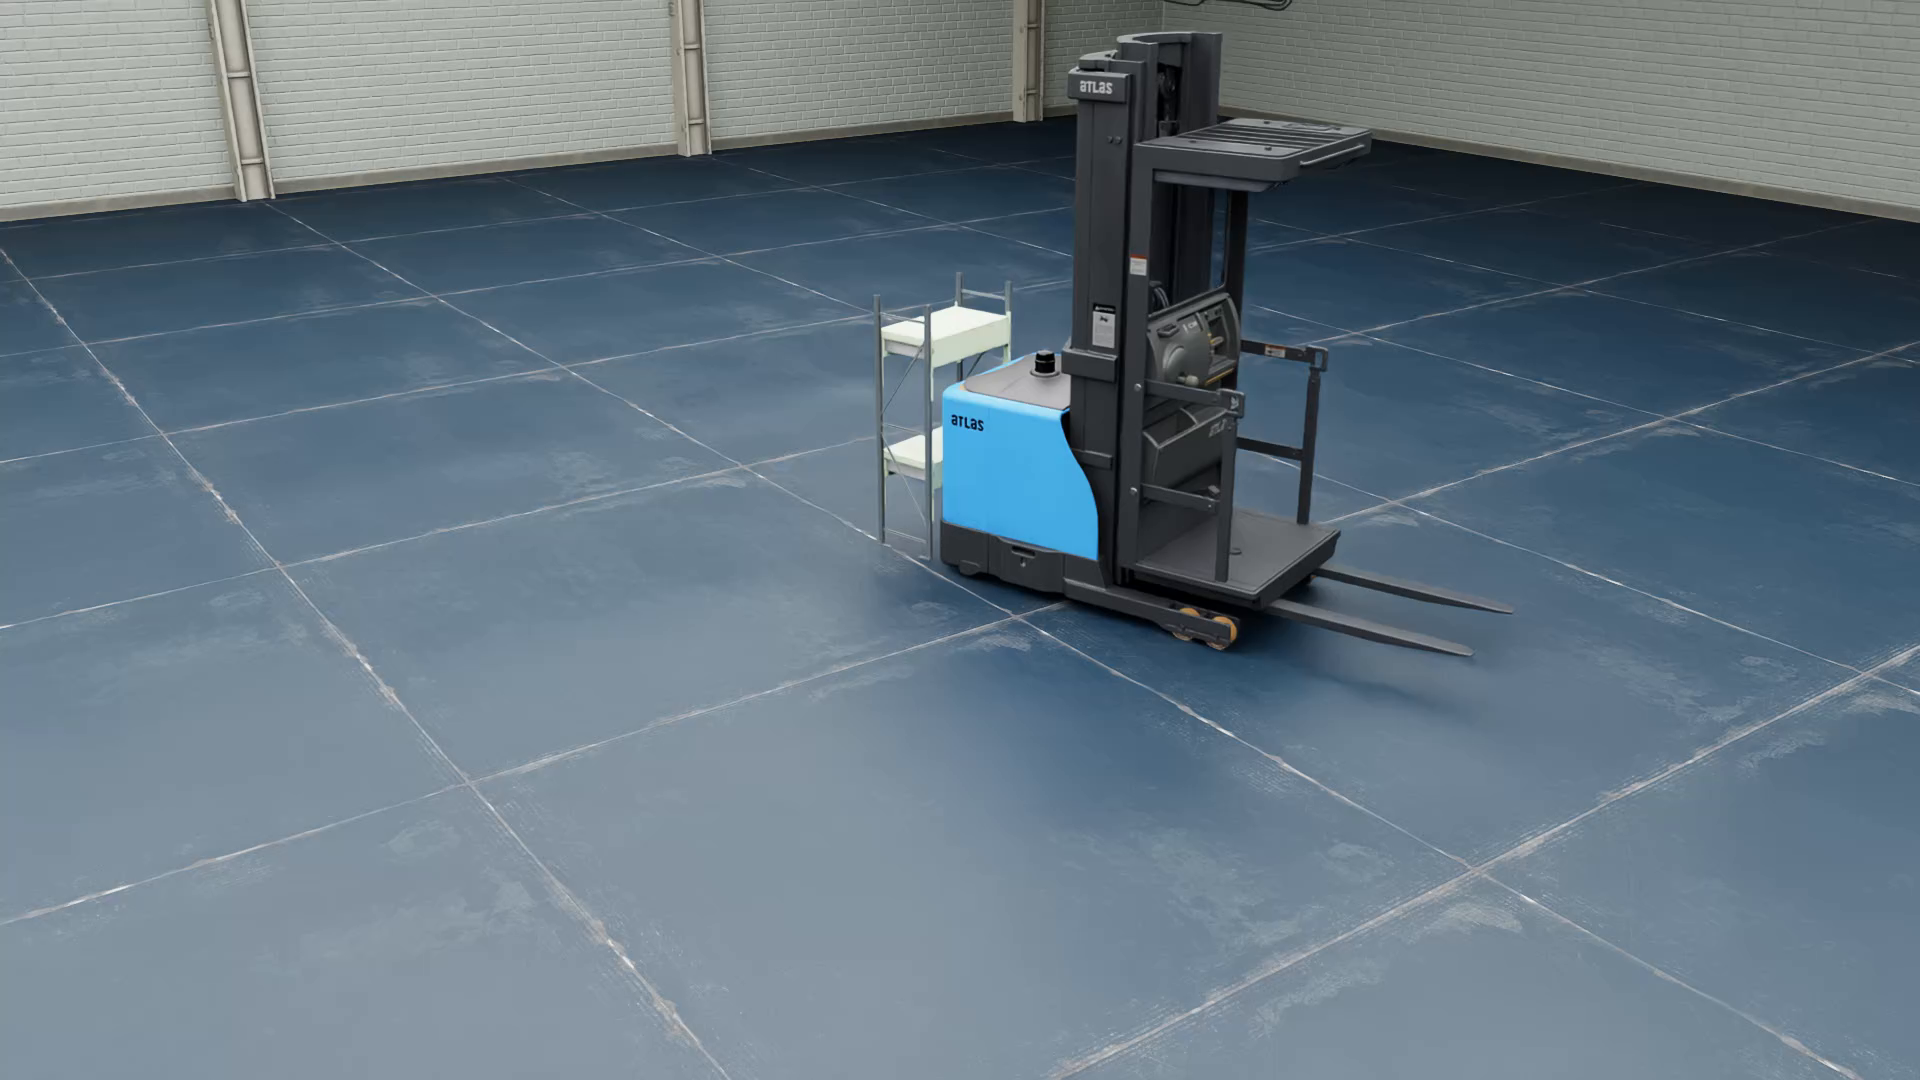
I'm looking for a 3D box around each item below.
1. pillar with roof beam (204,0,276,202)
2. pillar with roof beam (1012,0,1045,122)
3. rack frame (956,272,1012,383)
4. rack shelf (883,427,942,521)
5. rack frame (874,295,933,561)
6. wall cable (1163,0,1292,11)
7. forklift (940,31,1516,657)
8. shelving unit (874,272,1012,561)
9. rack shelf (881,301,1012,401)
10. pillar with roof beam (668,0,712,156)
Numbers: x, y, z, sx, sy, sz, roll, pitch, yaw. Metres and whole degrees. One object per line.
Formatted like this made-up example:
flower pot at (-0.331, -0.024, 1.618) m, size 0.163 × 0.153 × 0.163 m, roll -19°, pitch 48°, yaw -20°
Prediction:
pillar with roof beam at (-6.134, -7.083, 15.505) m, size 0.400 × 9.000 × 9.100 m, roll -15°, pitch 26°, yaw -33°
pillar with roof beam at (3.607, -9.681, 22.014) m, size 0.400 × 9.000 × 9.100 m, roll -15°, pitch 26°, yaw -33°
rack frame at (0.139, -0.837, 9.969) m, size 0.400 × 1.500 × 0.023 m, roll 17°, pitch 27°, yaw 36°
rack shelf at (-0.090, -0.428, 9.825) m, size 0.431 × 0.370 × 0.720 m, roll 17°, pitch 27°, yaw 36°
rack frame at (-0.320, -0.625, 9.440) m, size 0.400 × 1.500 × 0.023 m, roll 17°, pitch 27°, yaw 36°
wall cable at (4.256, -9.773, 26.436) m, size 0.112 × 2.526 × 3.097 m, roll -15°, pitch 26°, yaw -33°
forklift at (1.386, -1.025, 8.511) m, size 3.031 × 2.935 × 1.130 m, roll 15°, pitch 26°, yaw 32°
shelving unit at (-0.090, -0.731, 9.705) m, size 0.431 × 1.500 × 0.755 m, roll 17°, pitch 27°, yaw 36°
rack shelf at (-0.090, -1.093, 9.560) m, size 0.431 × 0.370 × 0.720 m, roll 17°, pitch 27°, yaw 36°
pillar with roof beam at (-1.264, -8.382, 18.760) m, size 0.400 × 9.000 × 9.100 m, roll -15°, pitch 26°, yaw -33°
